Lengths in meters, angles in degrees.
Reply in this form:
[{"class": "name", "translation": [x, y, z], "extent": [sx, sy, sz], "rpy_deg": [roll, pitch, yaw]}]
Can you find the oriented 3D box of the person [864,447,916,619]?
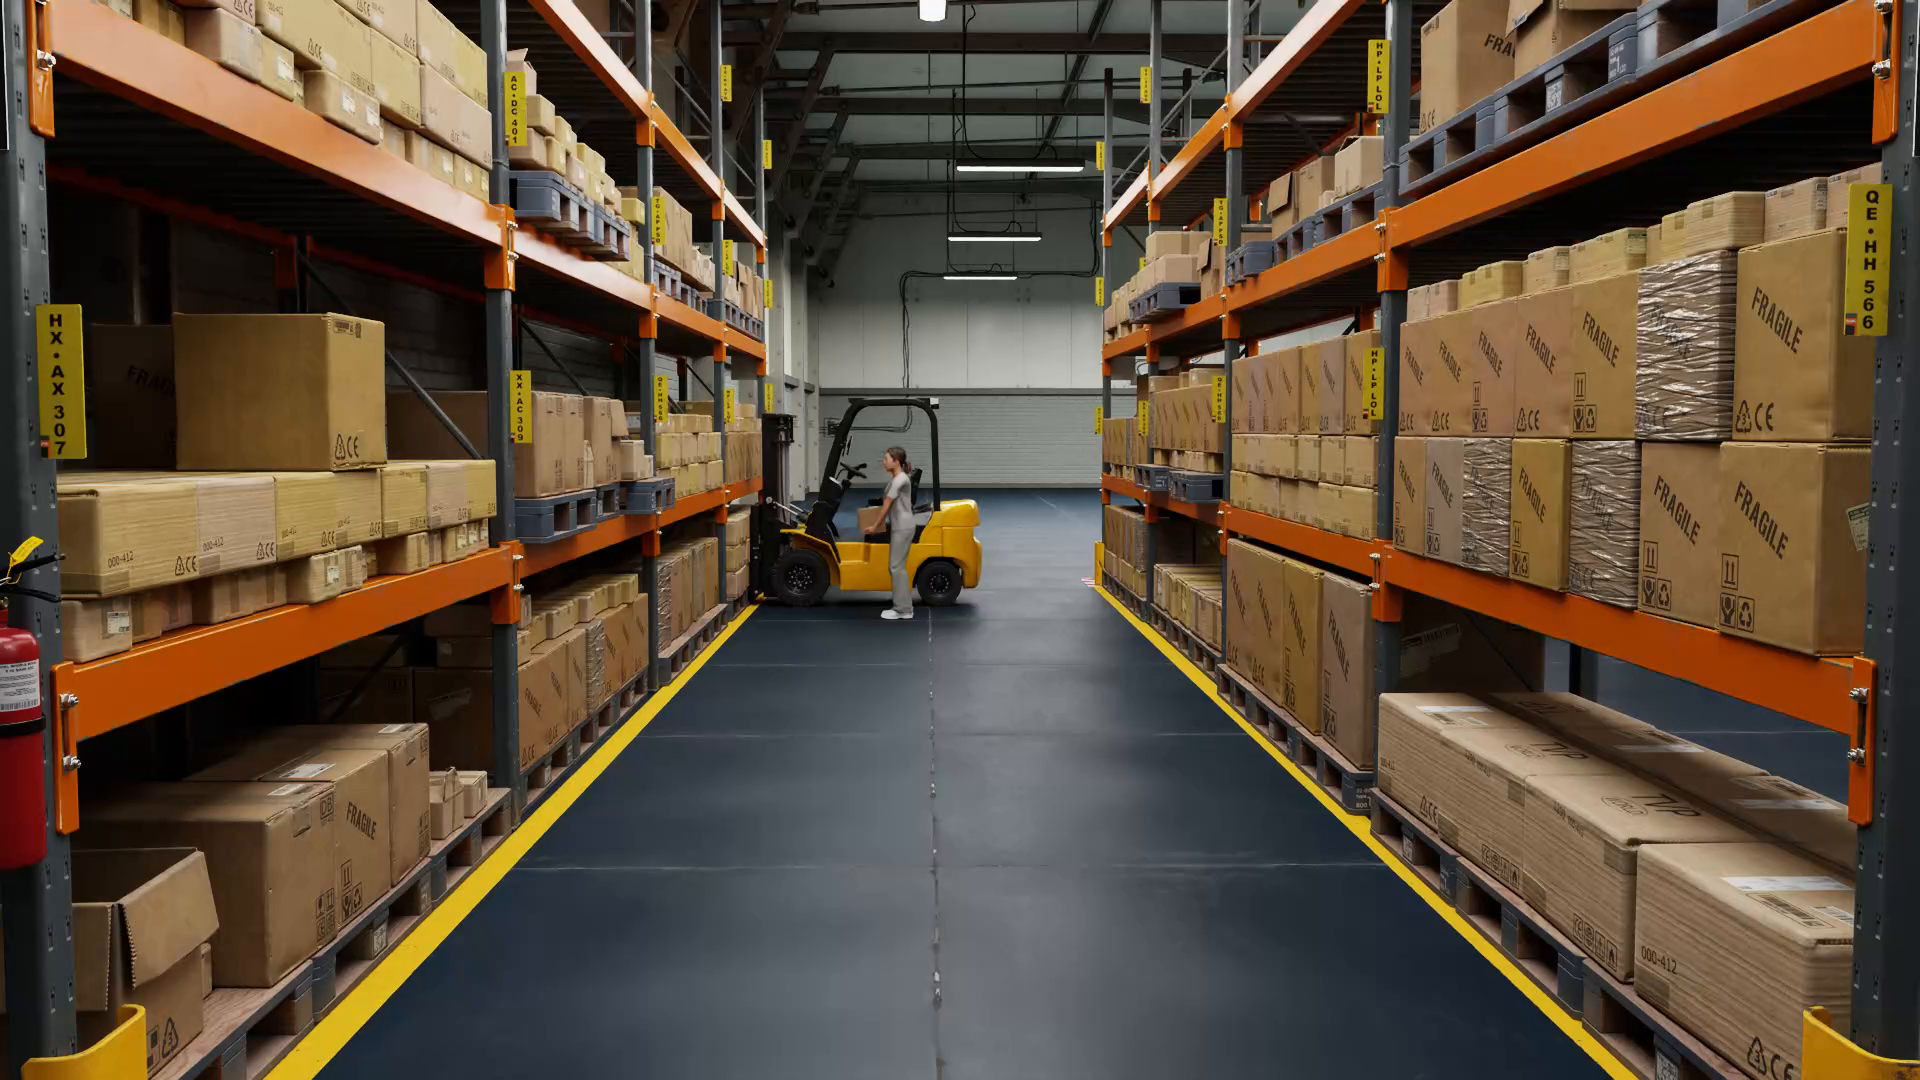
[{"class": "person", "translation": [-0.679, -0.070, 16.117], "extent": [0.508, 1.667, 0.410], "rpy_deg": [0, 4, -2]}]
